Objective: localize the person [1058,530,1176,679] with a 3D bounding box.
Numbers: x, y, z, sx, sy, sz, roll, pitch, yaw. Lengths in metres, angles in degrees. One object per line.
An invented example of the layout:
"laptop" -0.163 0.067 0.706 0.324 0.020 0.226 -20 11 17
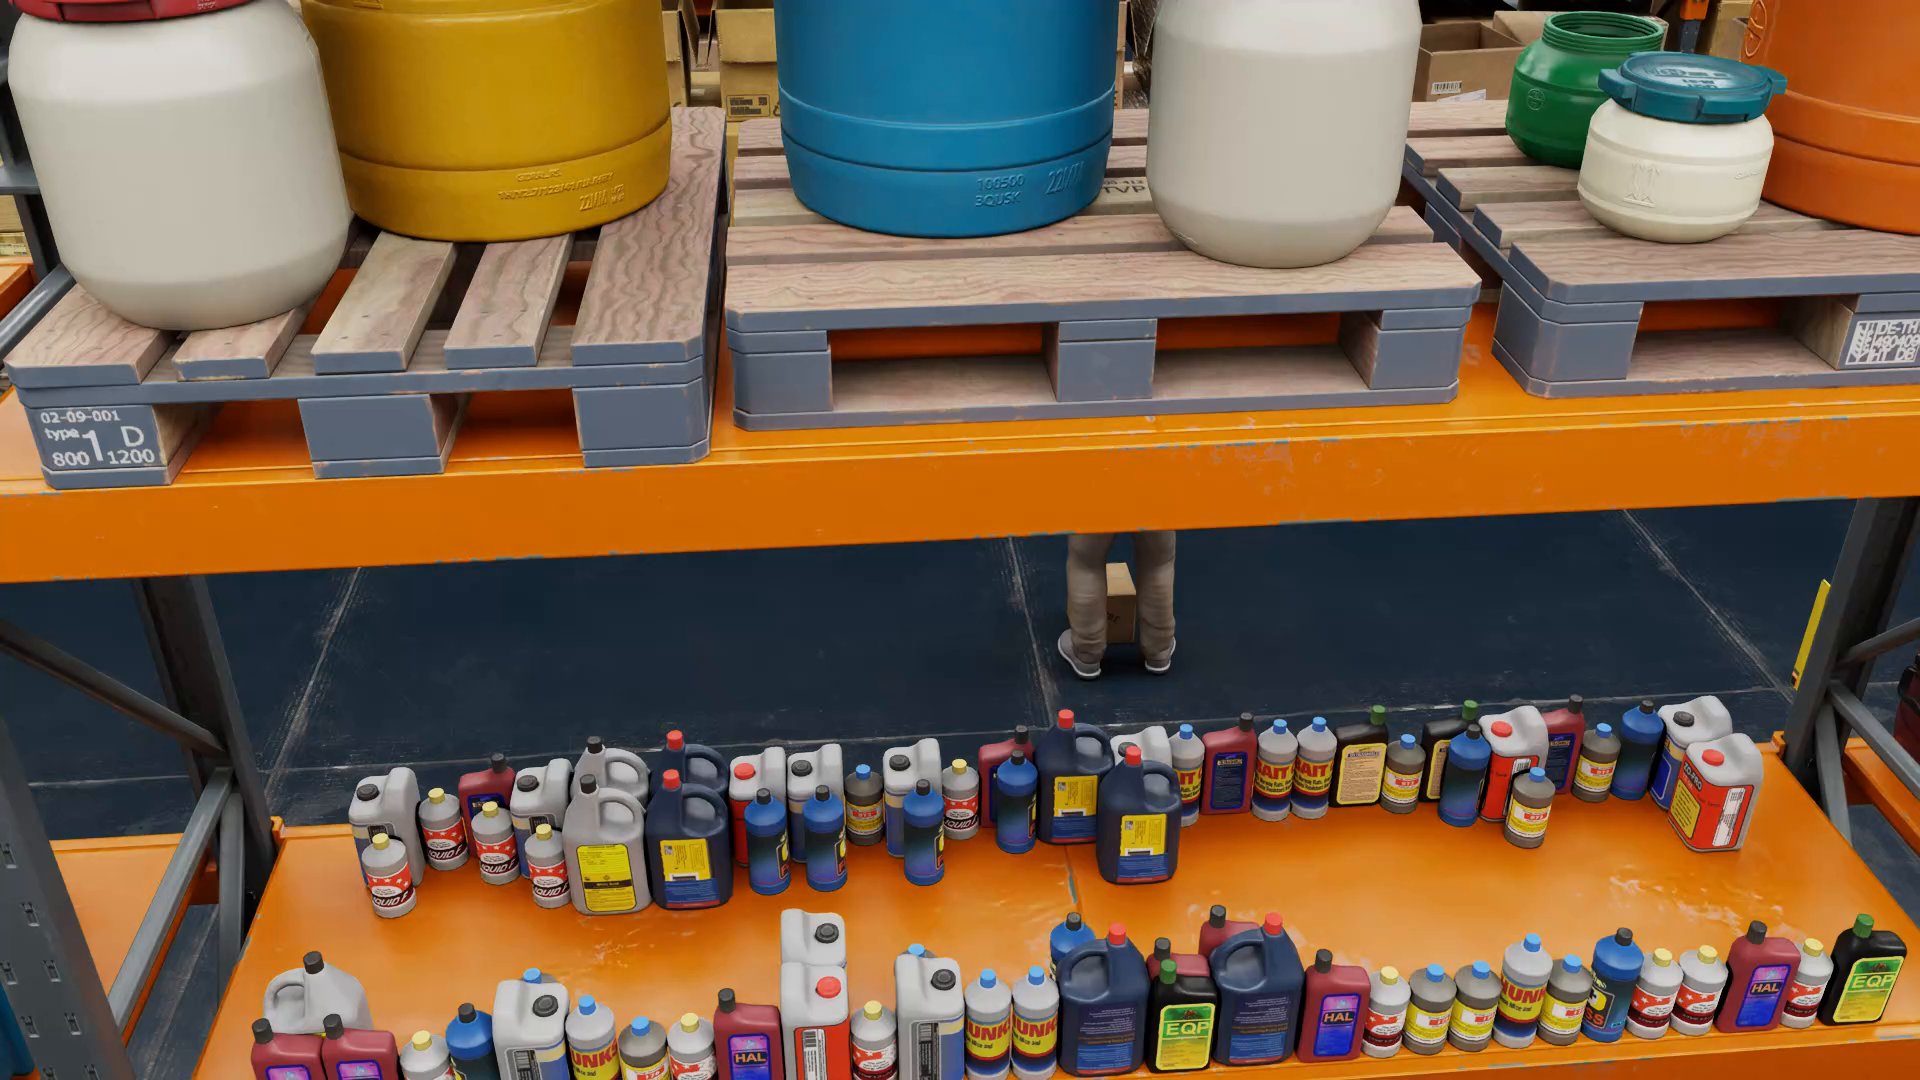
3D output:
"person" 0.642 -0.232 6.534 0.585 1.726 0.392 -3 31 -5
